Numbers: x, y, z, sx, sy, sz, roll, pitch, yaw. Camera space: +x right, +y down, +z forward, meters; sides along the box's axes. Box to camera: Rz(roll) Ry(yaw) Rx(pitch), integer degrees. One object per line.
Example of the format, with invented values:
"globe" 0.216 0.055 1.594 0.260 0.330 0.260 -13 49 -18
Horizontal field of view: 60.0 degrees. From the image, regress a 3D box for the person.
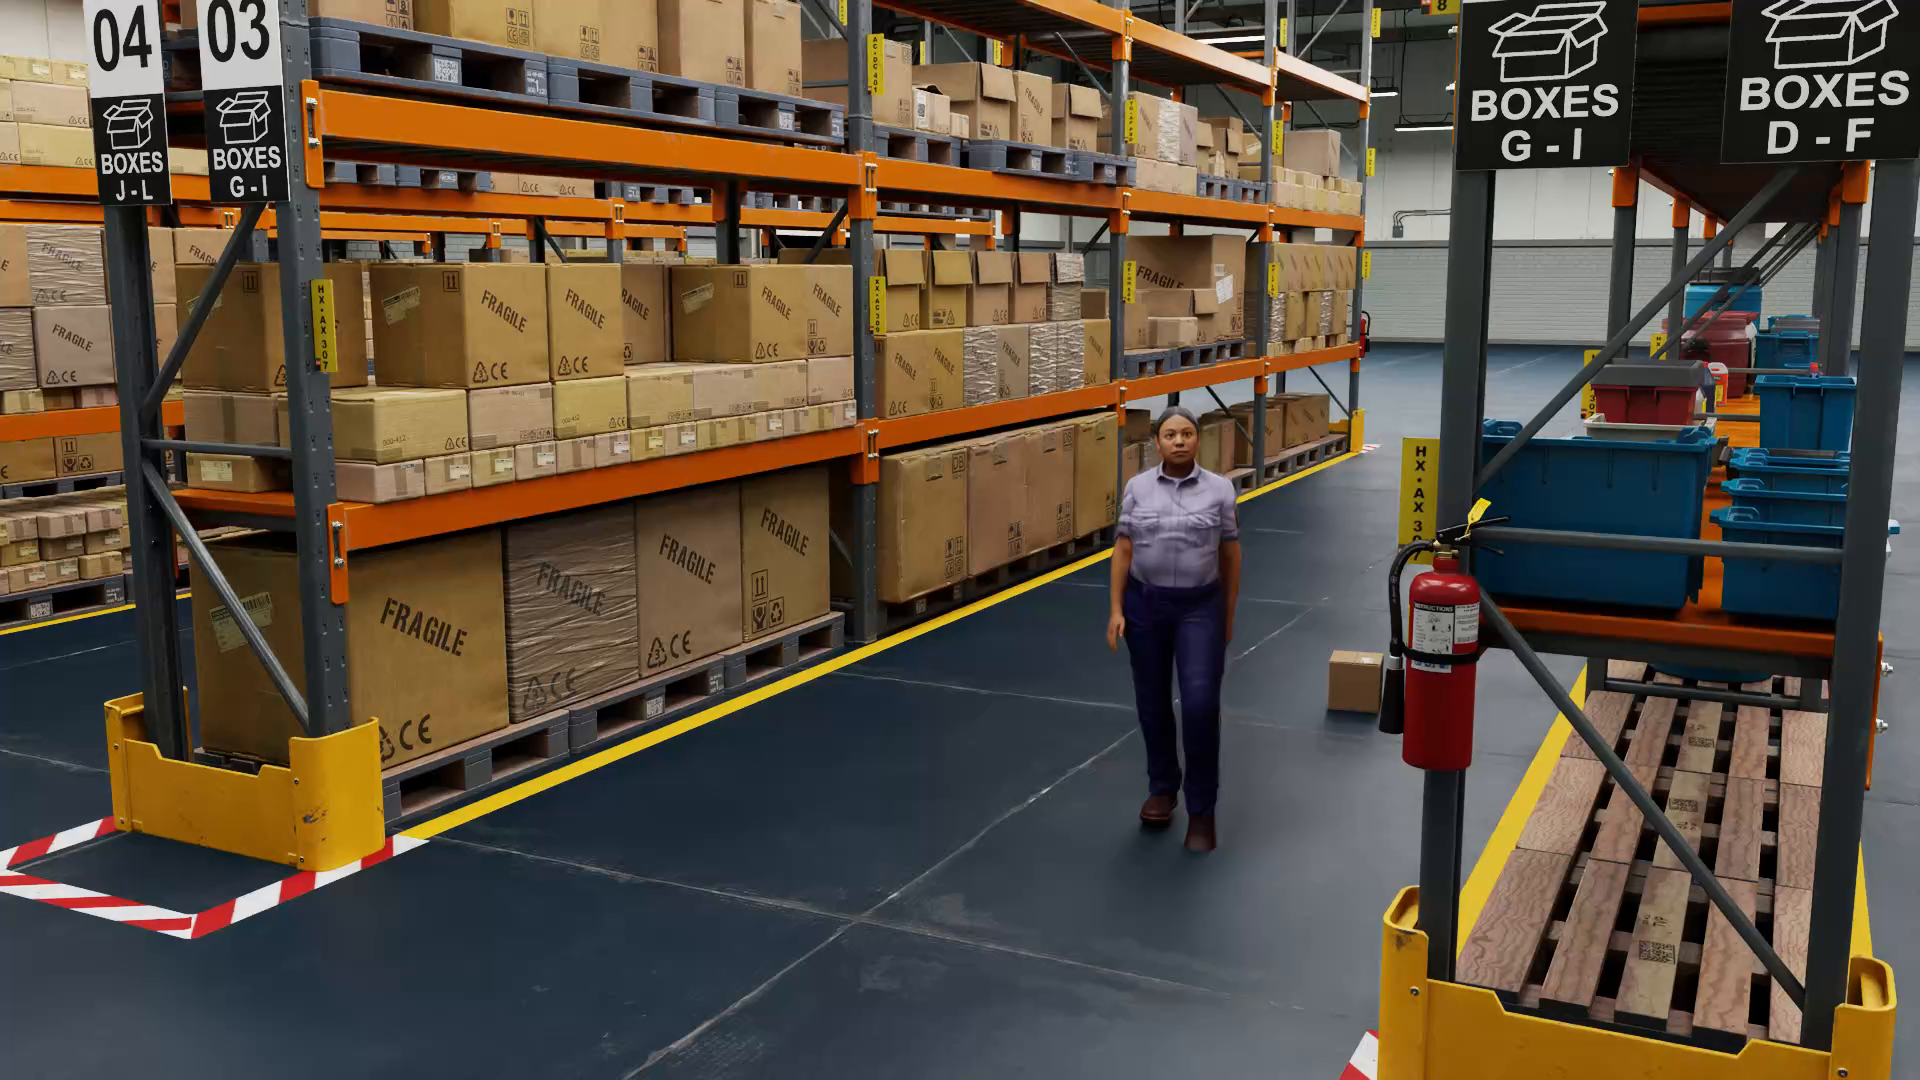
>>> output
"person" 0.817 0.344 6.400 0.479 1.712 0.493 3 10 17
